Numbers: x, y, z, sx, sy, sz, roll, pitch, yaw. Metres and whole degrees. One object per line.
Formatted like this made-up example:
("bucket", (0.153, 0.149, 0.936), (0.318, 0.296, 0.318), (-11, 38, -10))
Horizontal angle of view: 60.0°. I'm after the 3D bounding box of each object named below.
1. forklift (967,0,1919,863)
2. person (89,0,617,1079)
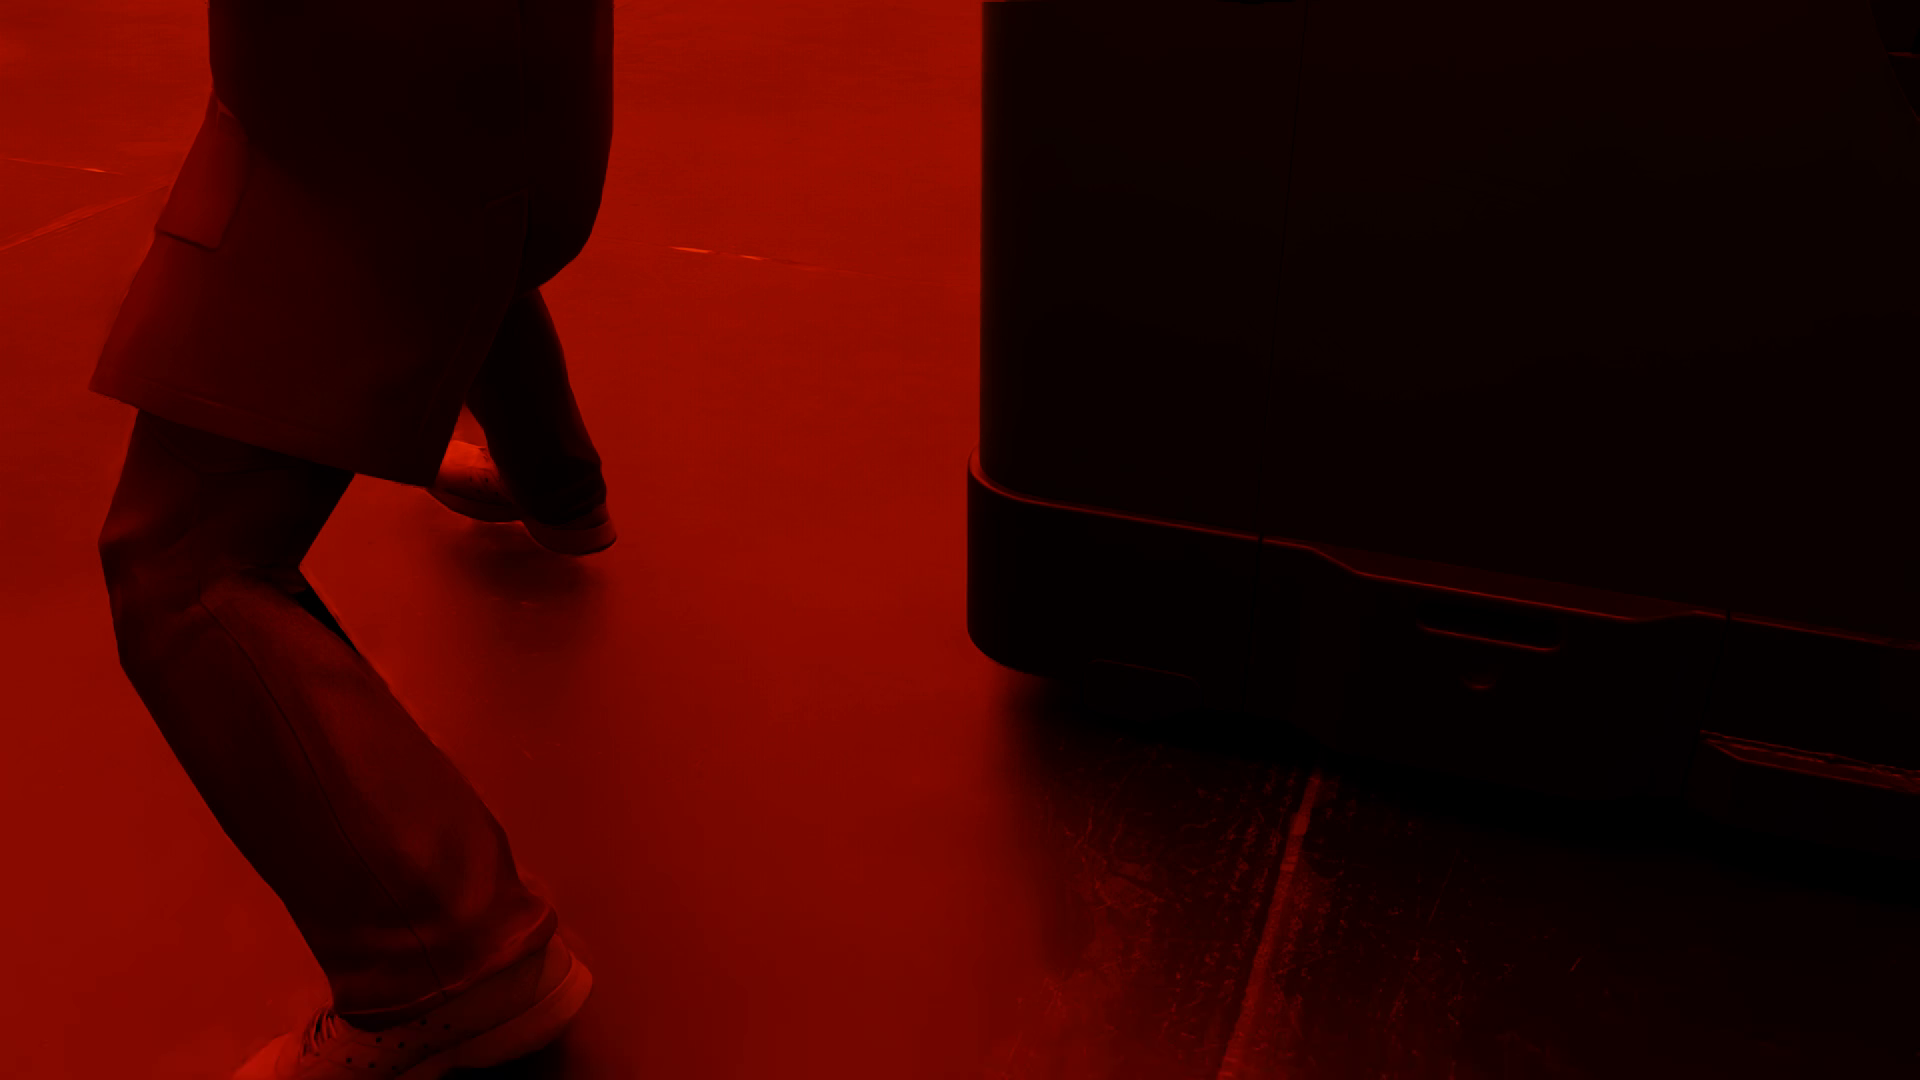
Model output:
("forklift", (1.583, -1.060, 1.398), (3.031, 2.935, 1.130), (10, 31, 17))
("person", (-0.645, -0.405, 1.647), (0.984, 1.650, 1.037), (18, 34, 28))
